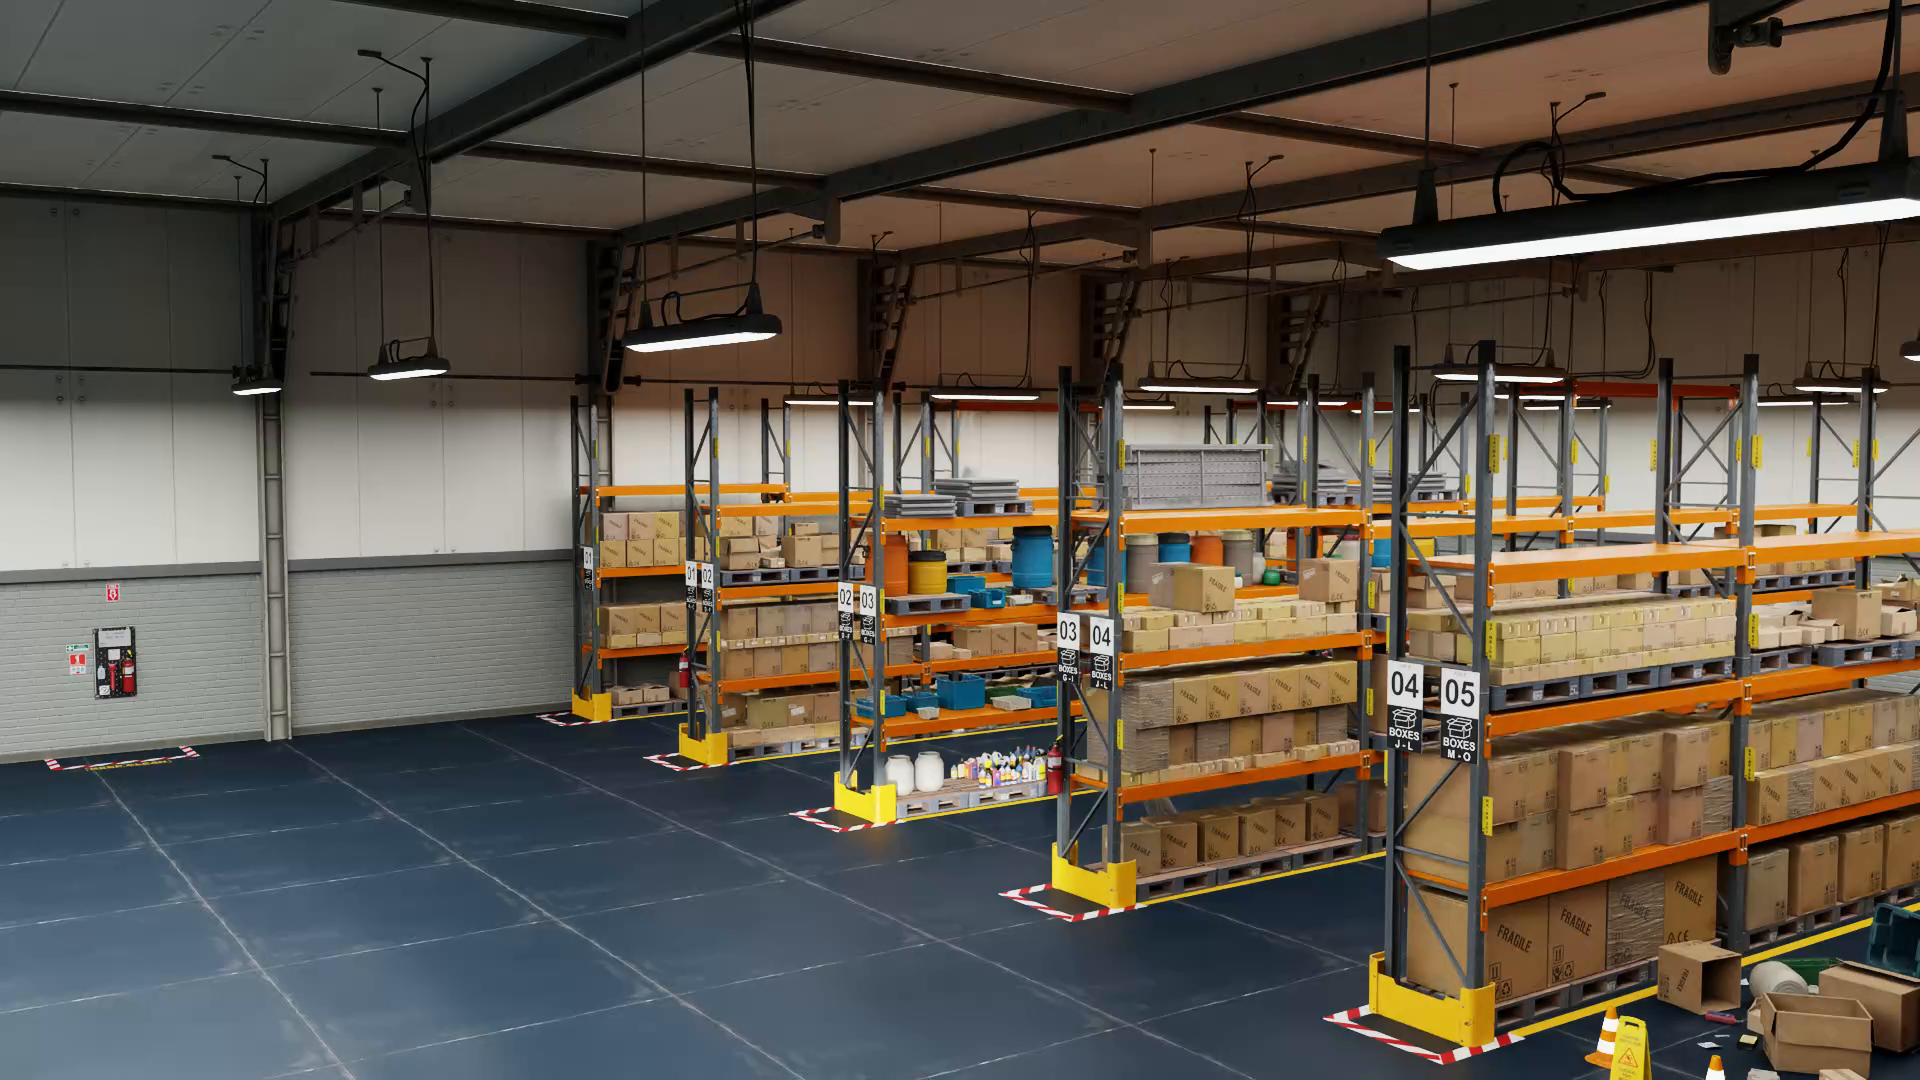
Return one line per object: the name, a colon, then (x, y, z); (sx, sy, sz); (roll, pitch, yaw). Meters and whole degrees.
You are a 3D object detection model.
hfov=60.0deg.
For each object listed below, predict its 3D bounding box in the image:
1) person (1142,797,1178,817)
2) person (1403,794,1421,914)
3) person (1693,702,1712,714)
person: (2.569, 2.989, 21.639); (0.845, 1.792, 0.690); (-2, 4, -35)
person: (5.191, 3.258, 18.429); (0.563, 1.599, 0.930); (3, 4, 38)
person: (10.047, 2.961, 22.492); (0.857, 1.719, 0.562); (-2, 4, -35)
